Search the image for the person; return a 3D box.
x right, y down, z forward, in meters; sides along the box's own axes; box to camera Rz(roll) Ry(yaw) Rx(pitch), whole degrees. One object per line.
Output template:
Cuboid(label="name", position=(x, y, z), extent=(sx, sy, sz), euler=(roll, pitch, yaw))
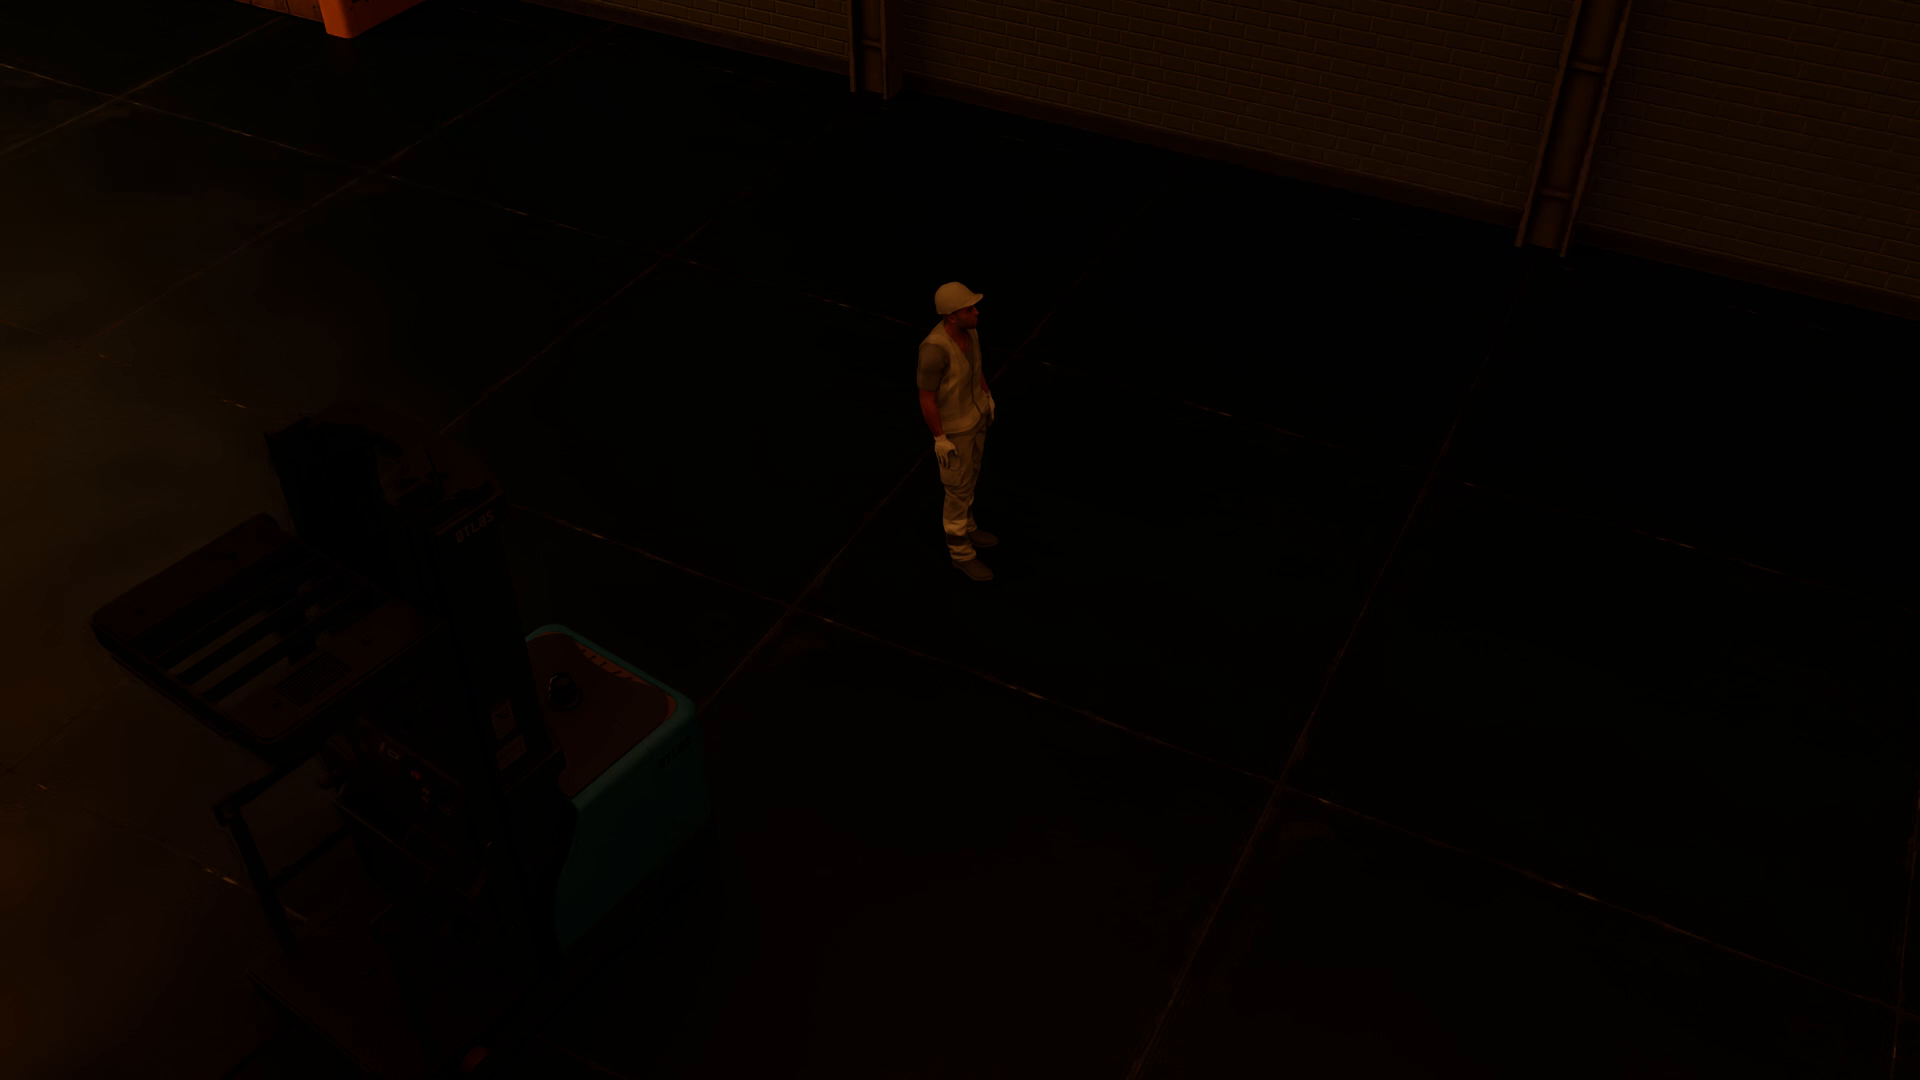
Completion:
Cuboid(label="person", position=(0.065, -0.659, 9.644), extent=(0.564, 1.787, 0.637), euler=(18, 43, 21))

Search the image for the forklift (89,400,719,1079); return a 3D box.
Cuboid(label="forklift", position=(-2.486, 1.034, 6.758), extent=(1.130, 2.935, 3.031), euler=(25, 46, 27))
